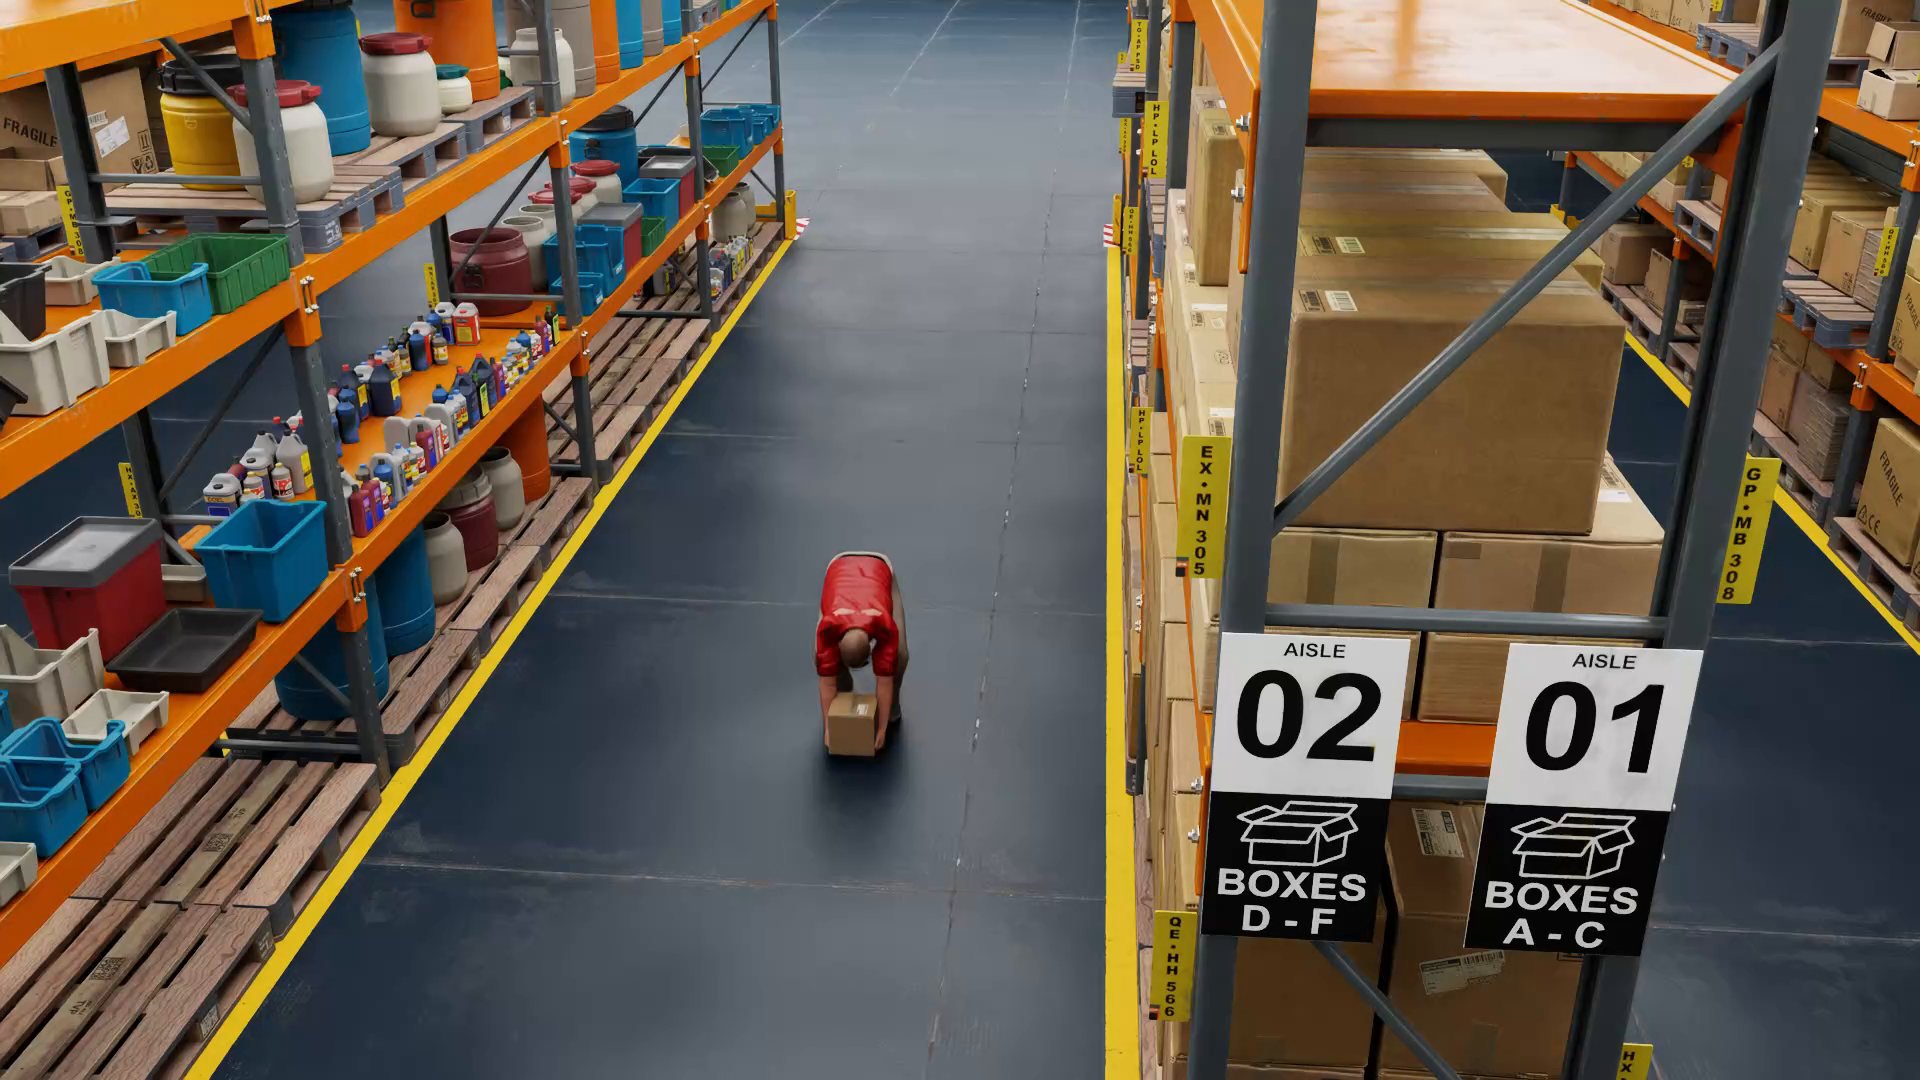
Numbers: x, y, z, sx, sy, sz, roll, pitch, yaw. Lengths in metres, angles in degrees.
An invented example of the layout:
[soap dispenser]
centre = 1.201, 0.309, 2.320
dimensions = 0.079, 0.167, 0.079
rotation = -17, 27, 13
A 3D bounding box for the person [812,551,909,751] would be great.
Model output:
[person]
centre = -0.557, 0.623, 9.196
dimensions = 0.538, 0.949, 0.956
rotation = 1, 24, 2
